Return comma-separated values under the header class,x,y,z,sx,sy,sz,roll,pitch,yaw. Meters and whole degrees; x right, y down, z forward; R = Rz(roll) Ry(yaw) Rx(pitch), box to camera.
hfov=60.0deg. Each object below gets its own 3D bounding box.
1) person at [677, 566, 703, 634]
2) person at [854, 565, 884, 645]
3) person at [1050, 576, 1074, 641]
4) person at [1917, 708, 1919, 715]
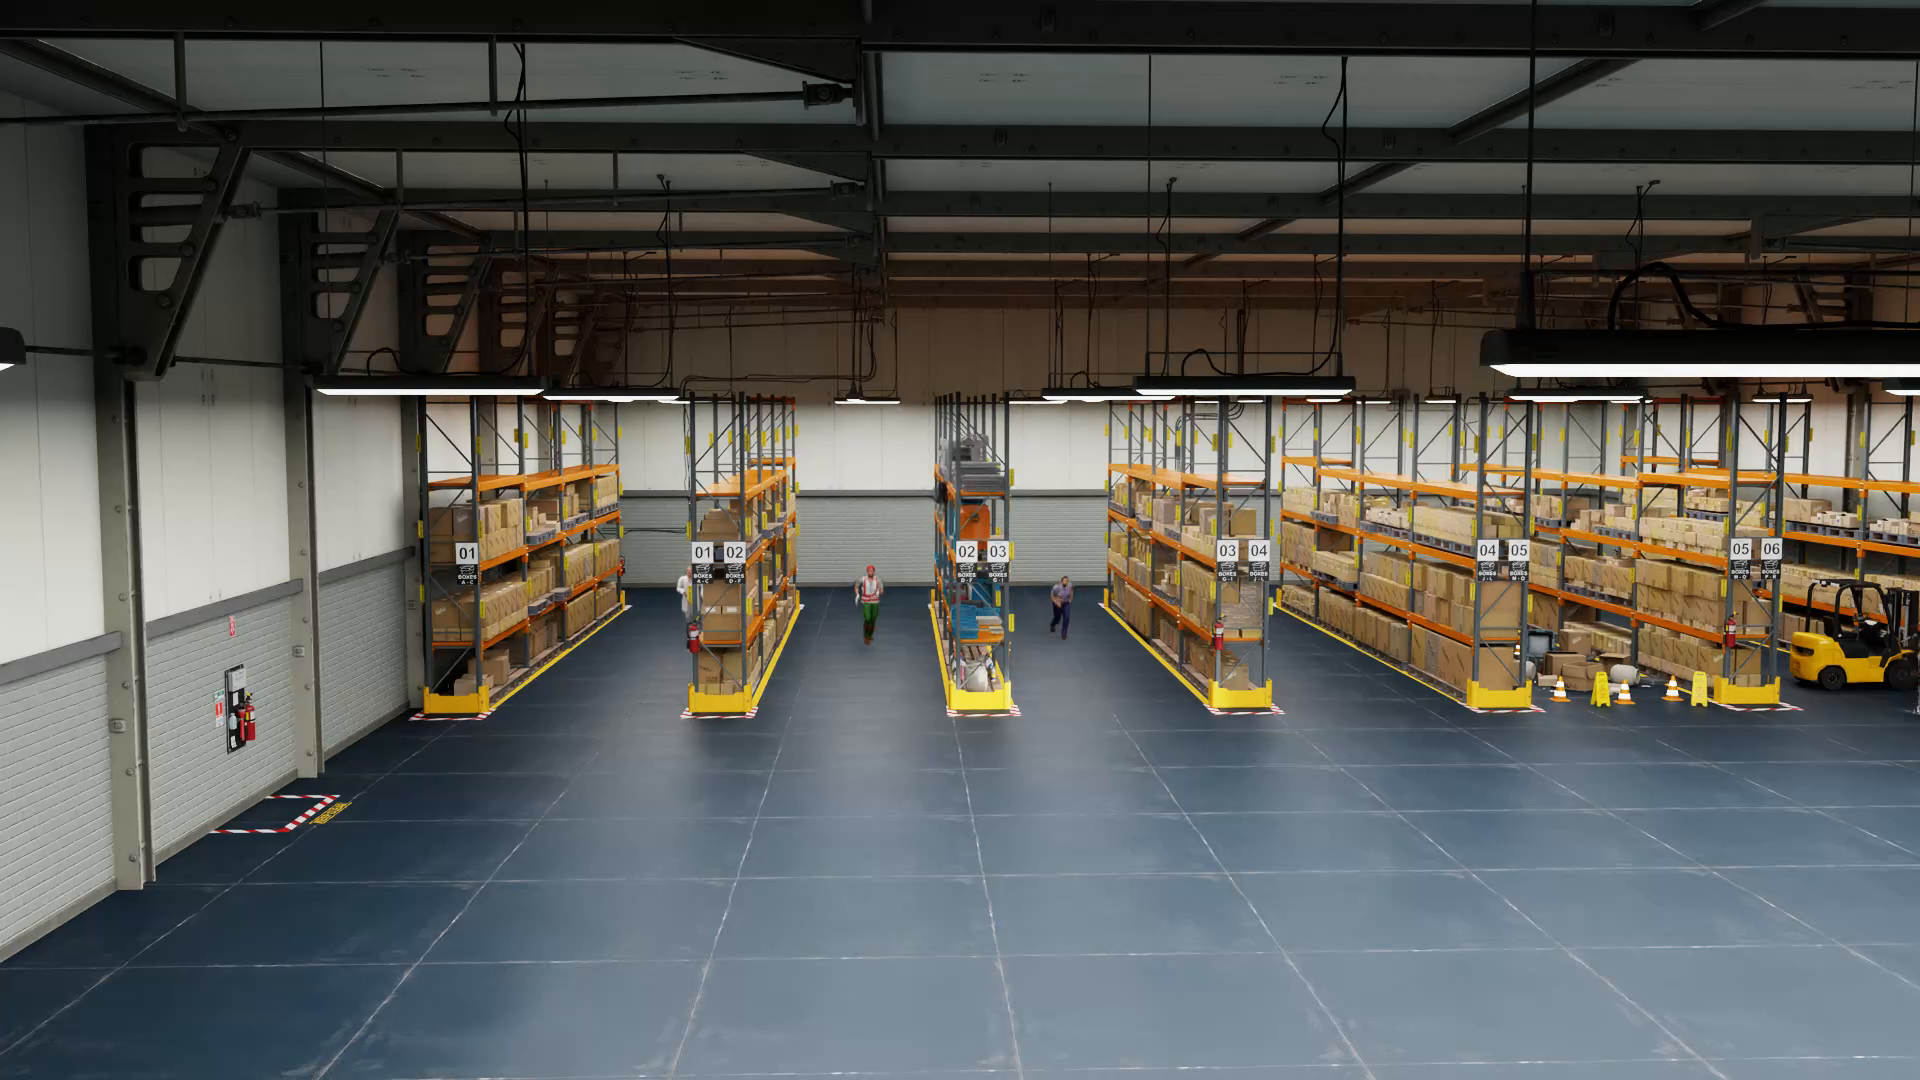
class,x,y,z,sx,sy,sz,roll,pitch,yaw
person,-6.706,1.530,41.380,0.659,1.780,0.849,0,5,-1
person,-2.063,1.492,38.249,0.645,1.835,0.691,-1,5,-15
person,2.484,1.667,41.220,0.631,1.600,0.956,-2,5,-22
person,18.002,2.441,30.326,0.771,1.716,0.705,0,5,3
